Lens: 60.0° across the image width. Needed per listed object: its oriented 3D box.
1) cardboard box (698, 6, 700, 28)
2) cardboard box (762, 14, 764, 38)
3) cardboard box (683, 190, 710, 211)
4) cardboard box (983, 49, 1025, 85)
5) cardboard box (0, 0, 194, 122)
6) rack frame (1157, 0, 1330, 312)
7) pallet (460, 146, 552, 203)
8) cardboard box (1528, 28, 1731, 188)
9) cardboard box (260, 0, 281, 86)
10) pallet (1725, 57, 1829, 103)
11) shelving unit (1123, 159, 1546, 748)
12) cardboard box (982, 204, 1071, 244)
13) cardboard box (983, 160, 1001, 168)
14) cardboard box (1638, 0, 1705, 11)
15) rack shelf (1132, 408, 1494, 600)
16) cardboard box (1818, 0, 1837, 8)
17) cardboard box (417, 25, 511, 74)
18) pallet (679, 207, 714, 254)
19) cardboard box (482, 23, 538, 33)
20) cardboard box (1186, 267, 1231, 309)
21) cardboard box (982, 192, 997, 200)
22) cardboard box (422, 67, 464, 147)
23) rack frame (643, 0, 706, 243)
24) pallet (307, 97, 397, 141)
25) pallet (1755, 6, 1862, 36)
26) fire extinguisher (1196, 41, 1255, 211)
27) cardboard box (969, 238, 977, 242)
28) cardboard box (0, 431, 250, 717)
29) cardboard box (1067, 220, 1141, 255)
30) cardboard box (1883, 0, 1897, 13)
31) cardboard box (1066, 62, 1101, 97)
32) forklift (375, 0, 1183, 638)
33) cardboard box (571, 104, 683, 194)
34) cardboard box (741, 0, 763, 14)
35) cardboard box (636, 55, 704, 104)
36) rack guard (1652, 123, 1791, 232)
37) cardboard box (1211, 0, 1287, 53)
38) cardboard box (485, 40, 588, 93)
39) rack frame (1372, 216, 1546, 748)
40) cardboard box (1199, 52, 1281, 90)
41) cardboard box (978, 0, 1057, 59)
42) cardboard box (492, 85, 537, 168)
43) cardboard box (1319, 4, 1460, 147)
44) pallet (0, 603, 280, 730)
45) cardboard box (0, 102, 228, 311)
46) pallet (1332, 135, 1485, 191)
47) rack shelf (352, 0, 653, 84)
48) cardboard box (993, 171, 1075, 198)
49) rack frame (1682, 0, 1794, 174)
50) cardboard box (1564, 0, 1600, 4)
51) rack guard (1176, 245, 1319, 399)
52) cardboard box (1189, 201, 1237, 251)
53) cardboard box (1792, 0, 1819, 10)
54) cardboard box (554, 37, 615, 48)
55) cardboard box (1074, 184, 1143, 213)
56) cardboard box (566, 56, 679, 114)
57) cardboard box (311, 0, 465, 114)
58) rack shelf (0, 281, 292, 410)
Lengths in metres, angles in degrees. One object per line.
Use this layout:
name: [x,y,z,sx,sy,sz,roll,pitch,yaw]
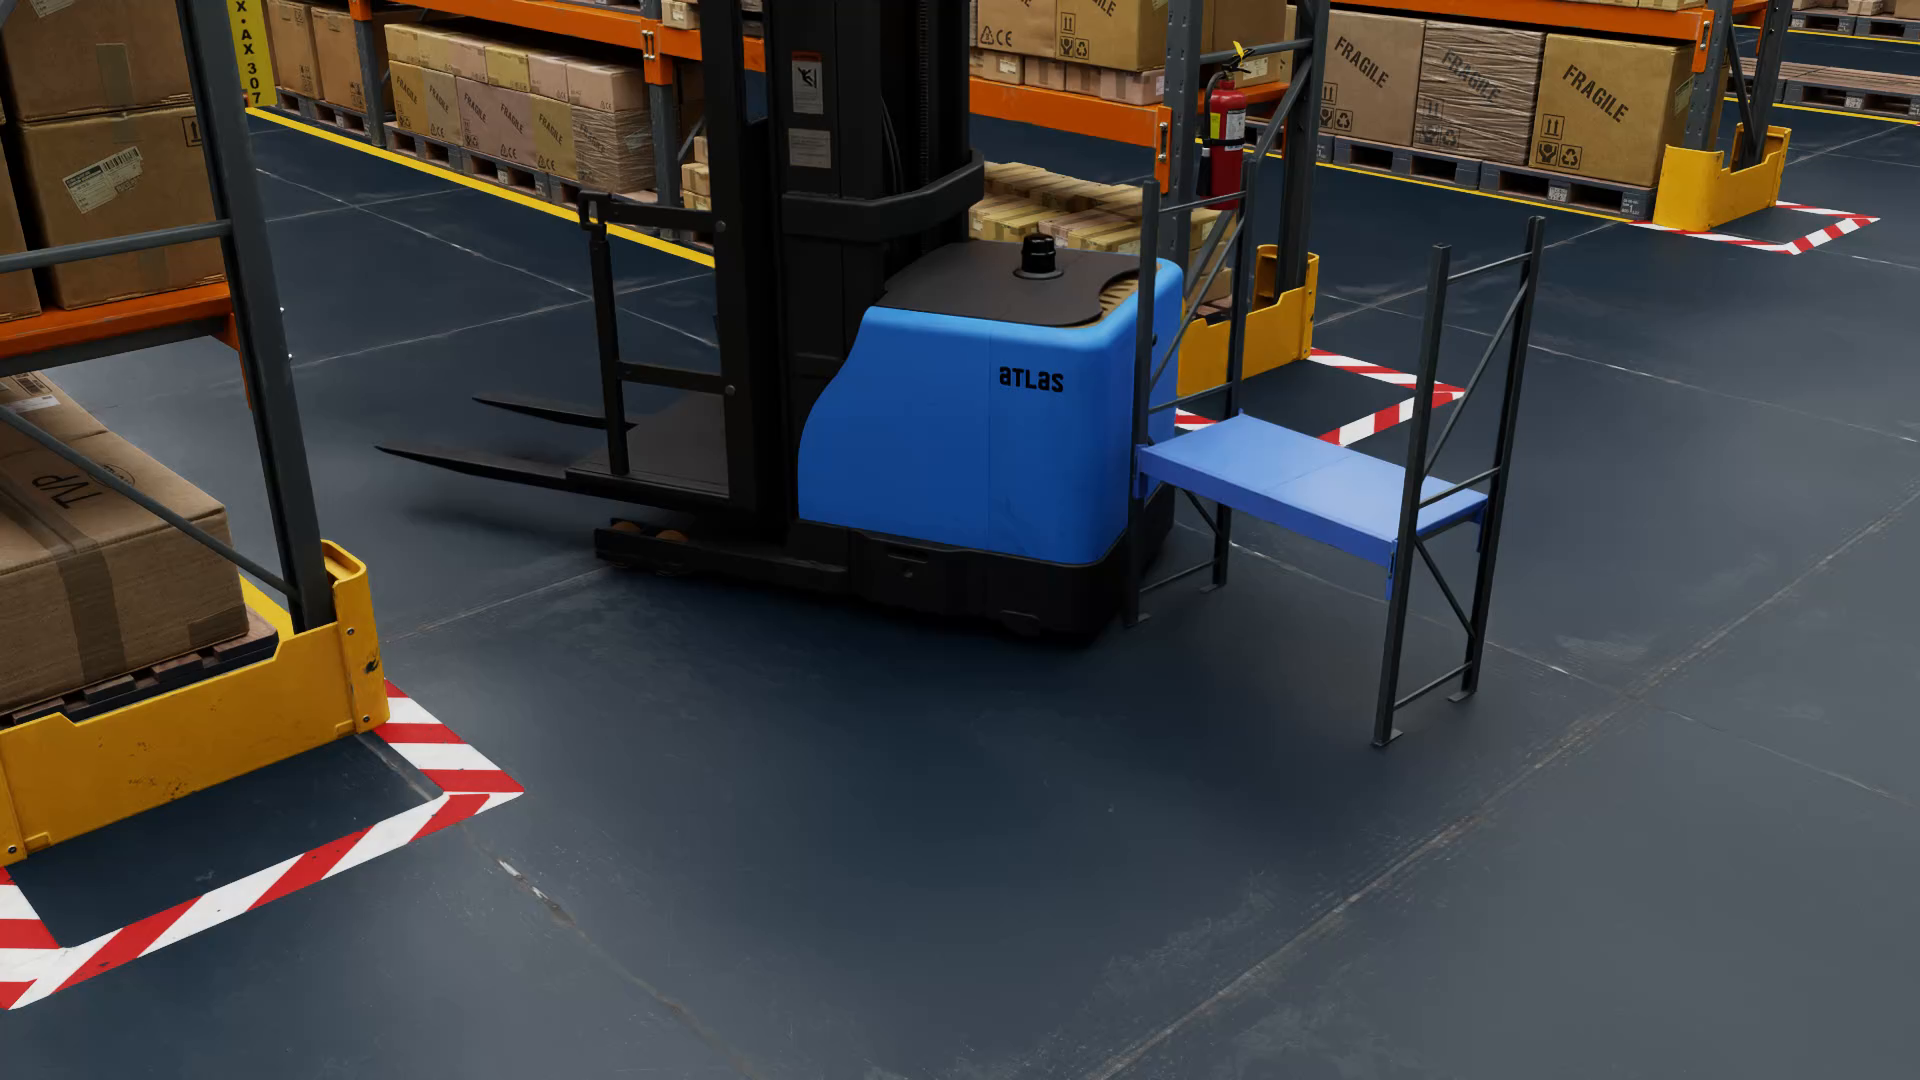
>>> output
cardboard box: [-1.273,-3.009,9.535,0.380,0.149,0.250,-20,31,-37]
cardboard box: [-0.871,-2.859,9.206,0.250,0.149,0.380,22,33,39]
cardboard box: [-1.444,-2.052,10.062,0.250,0.149,0.380,22,33,40]
cardboard box: [0.330,-2.280,7.937,0.380,0.149,0.250,-20,31,-37]
cardboard box: [-2.389,-1.439,4.465,0.500,0.500,0.500,-22,33,-40]
rack frame: [1.275,-2.147,7.343,1.000,3.000,0.127,-21,32,-38]
pallet: [-2.830,-2.696,11.905,1.003,0.211,1.213,-21,32,-38]
cardboard box: [4.469,-2.919,11.089,0.875,0.875,0.875,-21,32,-38]
cardboard box: [-5.780,-4.495,14.693,1.050,0.750,0.750,-21,32,-38]
pallet: [7.216,-4.291,15.401,1.003,0.211,1.213,-21,32,-38]
shelving unit: [1.084,-0.301,5.103,0.538,1.500,1.048,-20,31,-37]
cardboard box: [0.329,-1.535,8.214,0.380,0.149,0.250,-22,33,-40]
cardboard box: [0.010,-2.009,9.252,0.380,0.149,0.250,-21,32,-38]
cardboard box: [4.481,-3.424,10.444,0.380,0.149,0.250,-20,32,-38]
rack shelf: [1.084,-0.138,5.178,0.538,0.185,1.000,-20,31,-37]
cardboard box: [10.061,-6.516,19.400,0.500,0.500,0.500,-21,32,-38]
cardboard box: [-3.551,-3.535,11.987,0.500,0.250,0.500,-22,32,-39]
pallet: [-0.974,-1.897,10.154,1.003,0.211,1.213,-21,32,-38]
cardboard box: [-3.181,-3.683,12.312,0.500,0.250,0.500,-21,32,-38]
cardboard box: [1.151,-1.291,8.395,0.380,0.149,0.250,-20,32,-37]
cardboard box: [-0.026,-1.697,8.569,0.380,0.149,0.250,-20,31,-37]
cardboard box: [-3.549,-3.187,12.127,0.500,0.500,0.500,-21,32,-38]
rack frame: [-1.458,-3.359,9.999,1.000,3.000,0.127,-21,32,-38]
pallet: [-4.676,-3.563,13.805,1.003,0.211,1.213,-21,32,-38]
pallet: [9.934,-6.068,19.296,1.003,0.211,1.213,-21,32,-38]
fire extinguisher: [1.111,-1.735,6.982,0.296,0.674,0.183,-21,32,-38]
cardboard box: [0.241,-1.523,8.545,0.380,0.149,0.250,-22,32,-39]
cardboard box: [-2.793,0.091,5.018,0.875,0.438,0.875,22,33,40]
cardboard box: [0.729,-1.401,7.918,0.380,0.149,0.250,-21,32,-38]
cardboard box: [10.574,-6.202,18.941,0.500,0.311,0.500,-21,32,-38]
cardboard box: [0.704,-2.138,7.624,0.380,0.149,0.250,-21,32,-39]
forklift: [-0.773,-1.390,5.767,3.031,2.935,1.130,10,26,20]
cardboard box: [-2.148,-2.566,10.766,0.500,0.500,0.500,-22,32,-39]
cardboard box: [-0.961,-3.171,9.107,0.500,0.500,0.500,-21,32,-38]
cardboard box: [-1.771,-3.053,10.930,0.500,0.250,0.500,22,33,39]
rack guard: [4.982,-2.379,10.863,1.175,0.500,0.348,-21,32,-38]
cardboard box: [1.170,-2.543,7.730,0.500,0.500,0.500,-19,31,-36]
cardboard box: [-2.865,-3.224,11.305,0.500,0.250,0.500,22,33,39]
rack frame: [1.420,-0.143,4.756,0.500,1.500,0.032,-20,31,-37]
cardboard box: [1.293,-2.224,7.814,0.380,0.149,0.250,-22,32,-39]
cardboard box: [0.432,-2.549,7.744,0.500,0.500,0.500,-22,32,-39]
cardboard box: [-2.846,-2.878,11.450,0.500,0.500,0.500,-22,33,-40]
cardboard box: [3.239,-3.465,12.285,0.875,0.875,0.875,-21,32,-38]
pallet: [-2.872,0.336,5.259,1.003,0.211,1.213,-21,32,-38]
cardboard box: [-2.387,-0.985,4.674,0.500,0.500,0.500,-22,32,-39]
pallet: [3.532,-2.845,12.231,1.003,0.211,1.213,-21,32,-38]
rack shelf: [-2.825,-3.638,11.477,1.077,0.370,4.000,-21,32,-38]
cardboard box: [0.398,-1.868,8.942,0.380,0.149,0.250,-20,31,-37]
rack frame: [4.965,-3.524,10.360,1.000,3.000,0.127,-21,32,-38]
cardboard box: [4.131,-3.579,10.784,0.380,0.149,0.250,-21,32,-38]
rack guard: [1.224,-1.033,7.912,1.175,0.500,0.348,-21,32,-38]
cardboard box: [1.165,-1.567,8.283,0.250,0.149,0.380,22,32,39]
cardboard box: [9.594,-6.333,19.228,0.500,0.311,0.500,-21,32,-38]
cardboard box: [-2.482,-3.369,11.624,0.500,0.250,0.500,-20,31,-37]
cardboard box: [0.810,-1.729,8.639,0.380,0.149,0.250,-21,32,-39]
cardboard box: [-2.152,-2.908,10.613,0.500,0.250,0.500,-22,33,-40]
cardboard box: [-4.543,-3.949,13.496,1.050,0.750,0.750,-22,32,-39]
rack shelf: [-3.636,-0.991,5.675,1.077,0.370,4.000,-21,32,-38]
